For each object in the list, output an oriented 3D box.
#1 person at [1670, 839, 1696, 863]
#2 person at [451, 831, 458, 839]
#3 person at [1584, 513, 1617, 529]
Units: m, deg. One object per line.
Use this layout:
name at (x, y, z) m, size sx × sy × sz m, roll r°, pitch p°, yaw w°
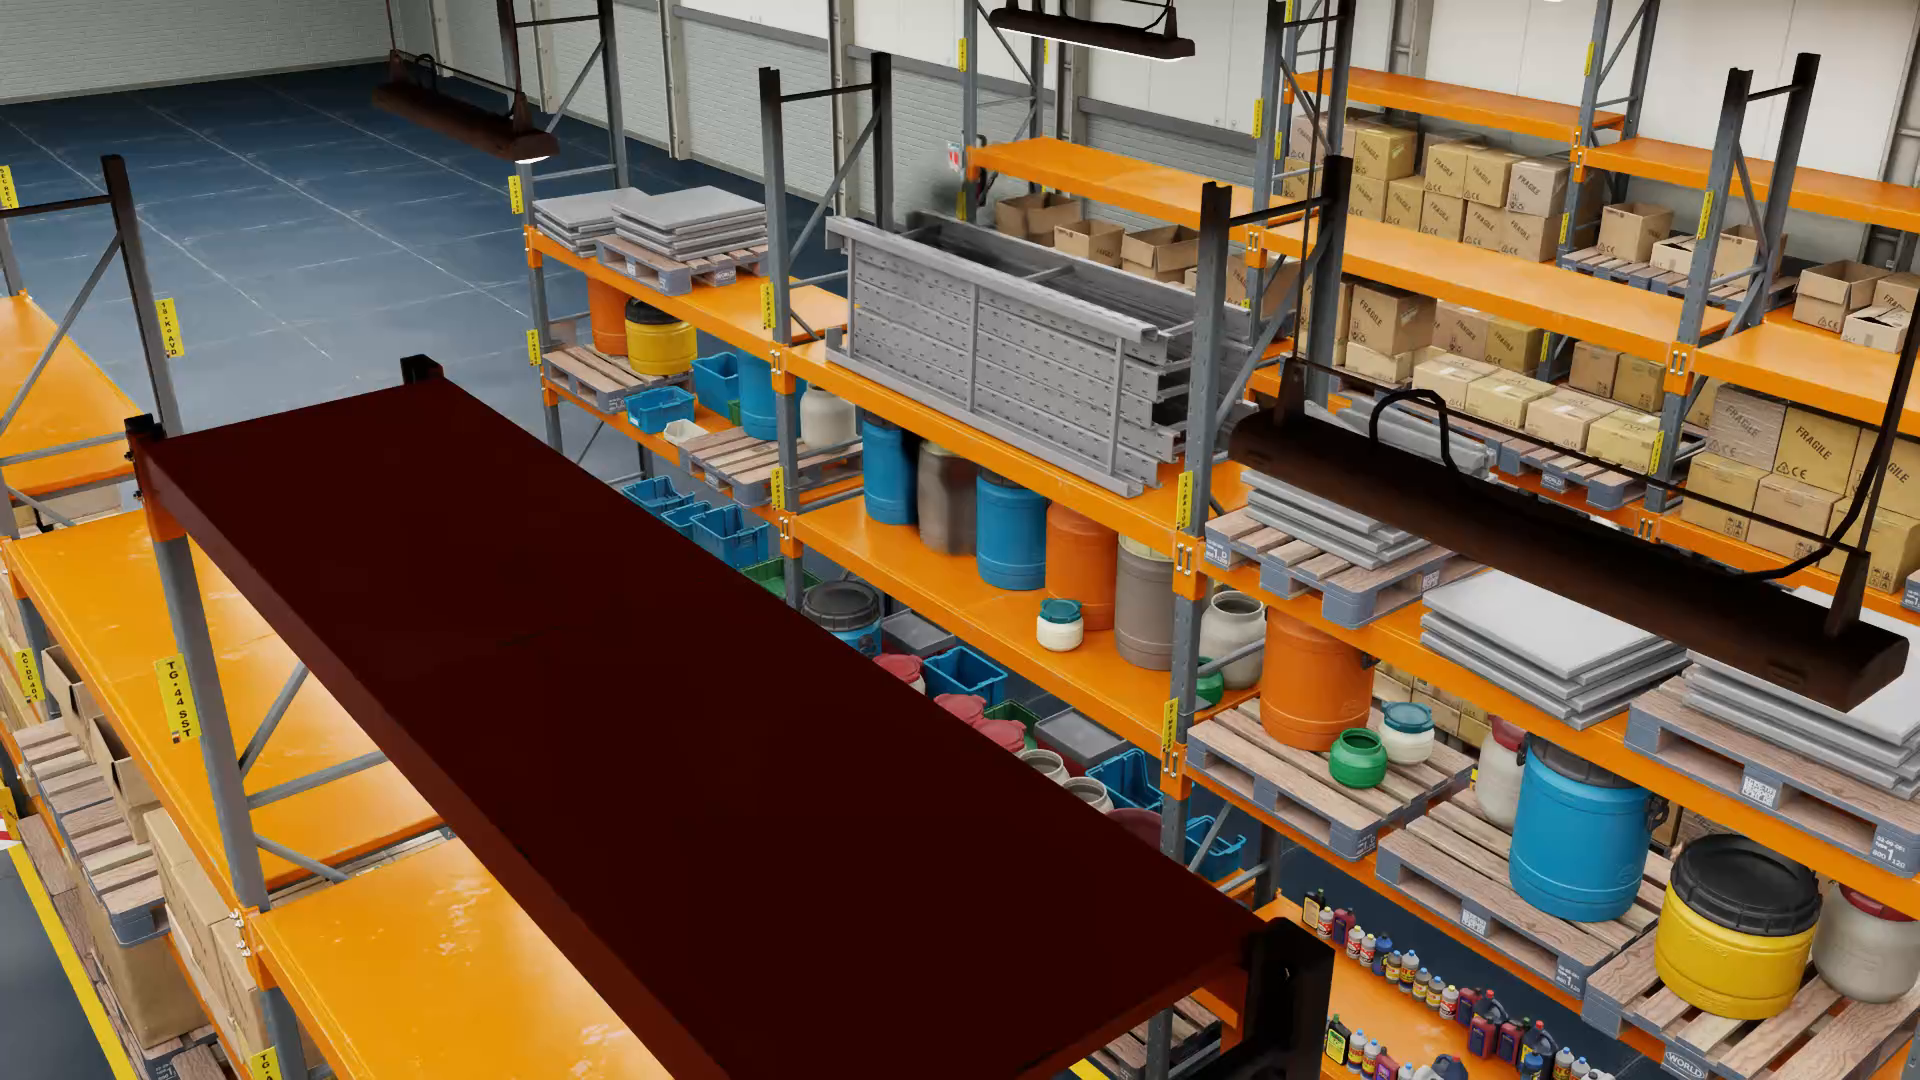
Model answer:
person at (4.623, 2.642, 10.929) m, size 0.556 × 1.626 × 0.520 m, roll -21°, pitch 33°, yaw -36°
person at (-3.659, 1.728, 12.754) m, size 0.913 × 1.627 × 0.602 m, roll 20°, pitch 32°, yaw 35°
person at (6.004, 0.210, 15.819) m, size 0.909 × 1.691 × 0.575 m, roll 22°, pitch 34°, yaw 38°
